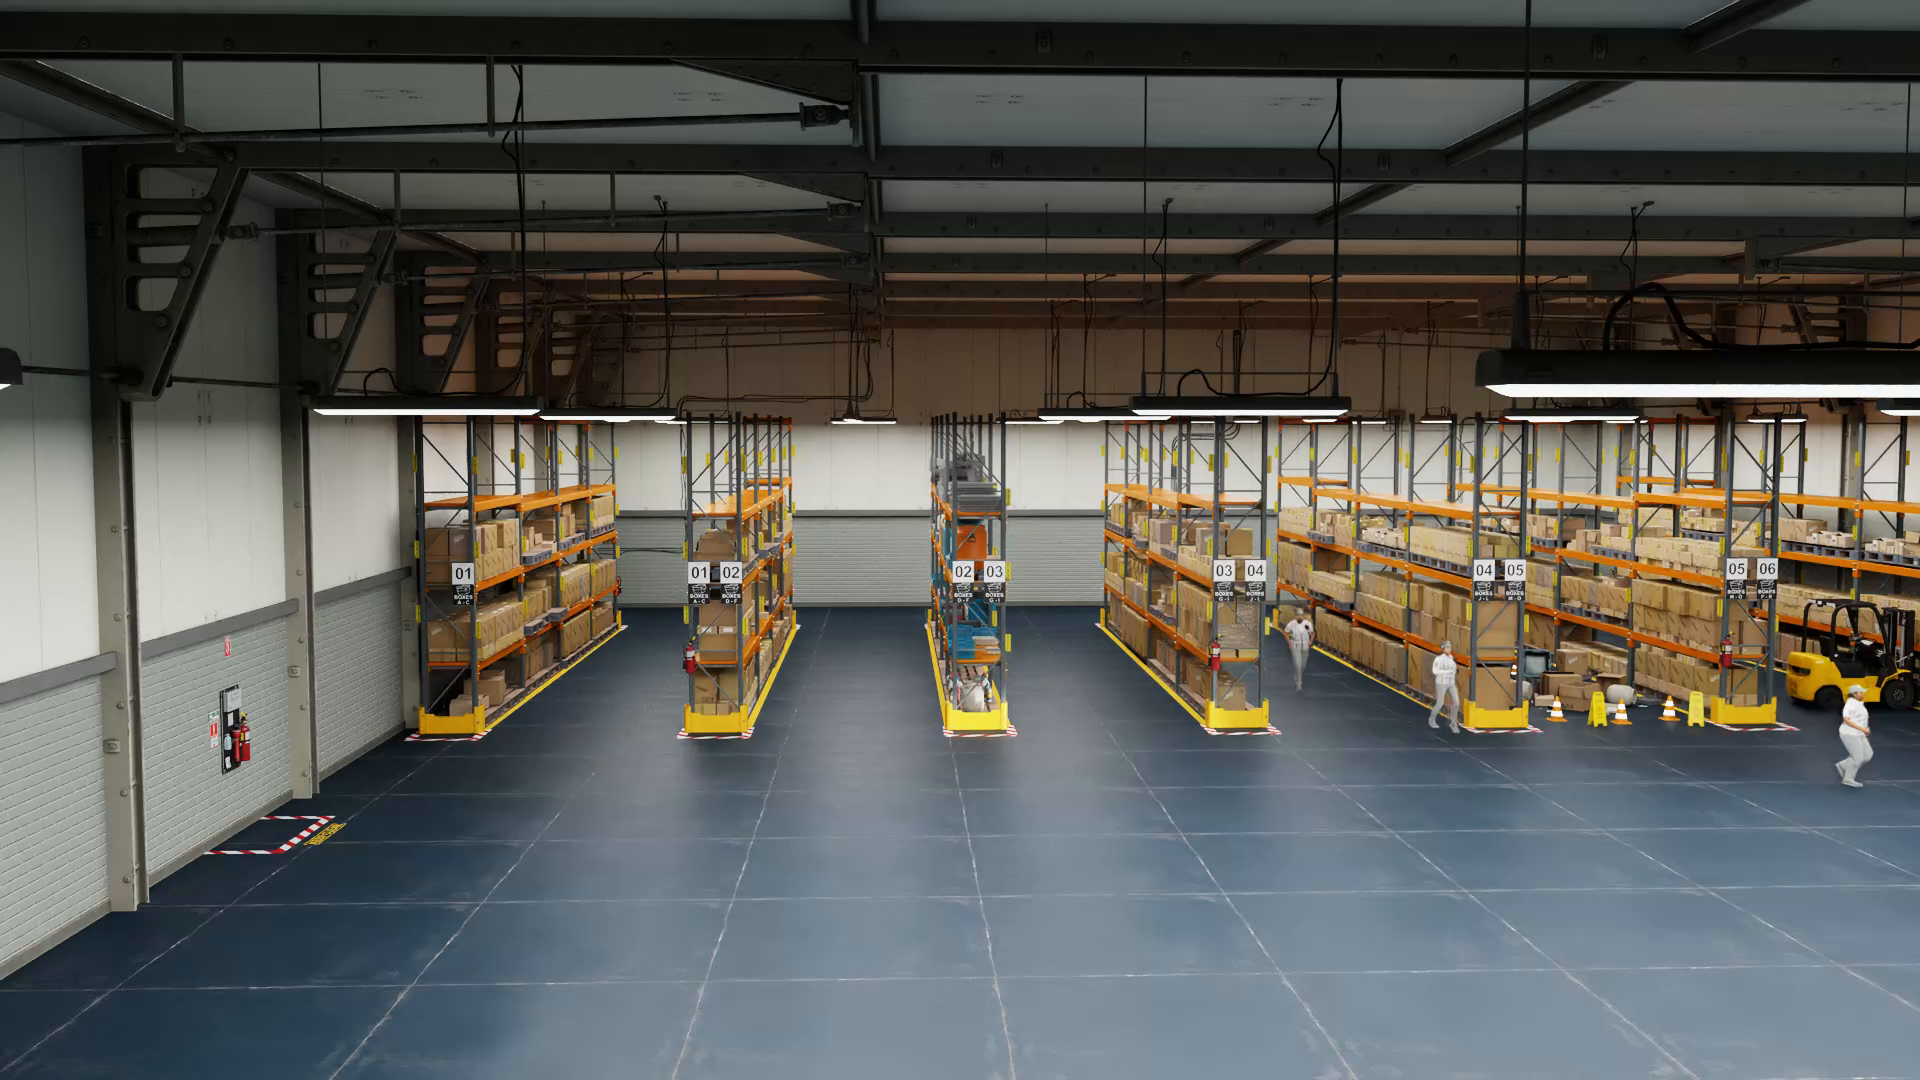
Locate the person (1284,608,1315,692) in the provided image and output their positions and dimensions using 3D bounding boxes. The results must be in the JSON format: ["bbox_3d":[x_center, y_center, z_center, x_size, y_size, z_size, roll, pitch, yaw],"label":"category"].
[{"bbox_3d":[7.415,2.369,36.334,0.658,1.807,0.835,0,4,-4],"label":"person"}]

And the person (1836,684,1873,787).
[{"bbox_3d":[14.229,3.104,26.473,0.545,1.623,0.611,4,5,42],"label":"person"}]

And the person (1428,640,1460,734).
[{"bbox_3d":[9.107,2.757,31.225,0.609,1.760,0.646,-2,4,-24],"label":"person"}]
